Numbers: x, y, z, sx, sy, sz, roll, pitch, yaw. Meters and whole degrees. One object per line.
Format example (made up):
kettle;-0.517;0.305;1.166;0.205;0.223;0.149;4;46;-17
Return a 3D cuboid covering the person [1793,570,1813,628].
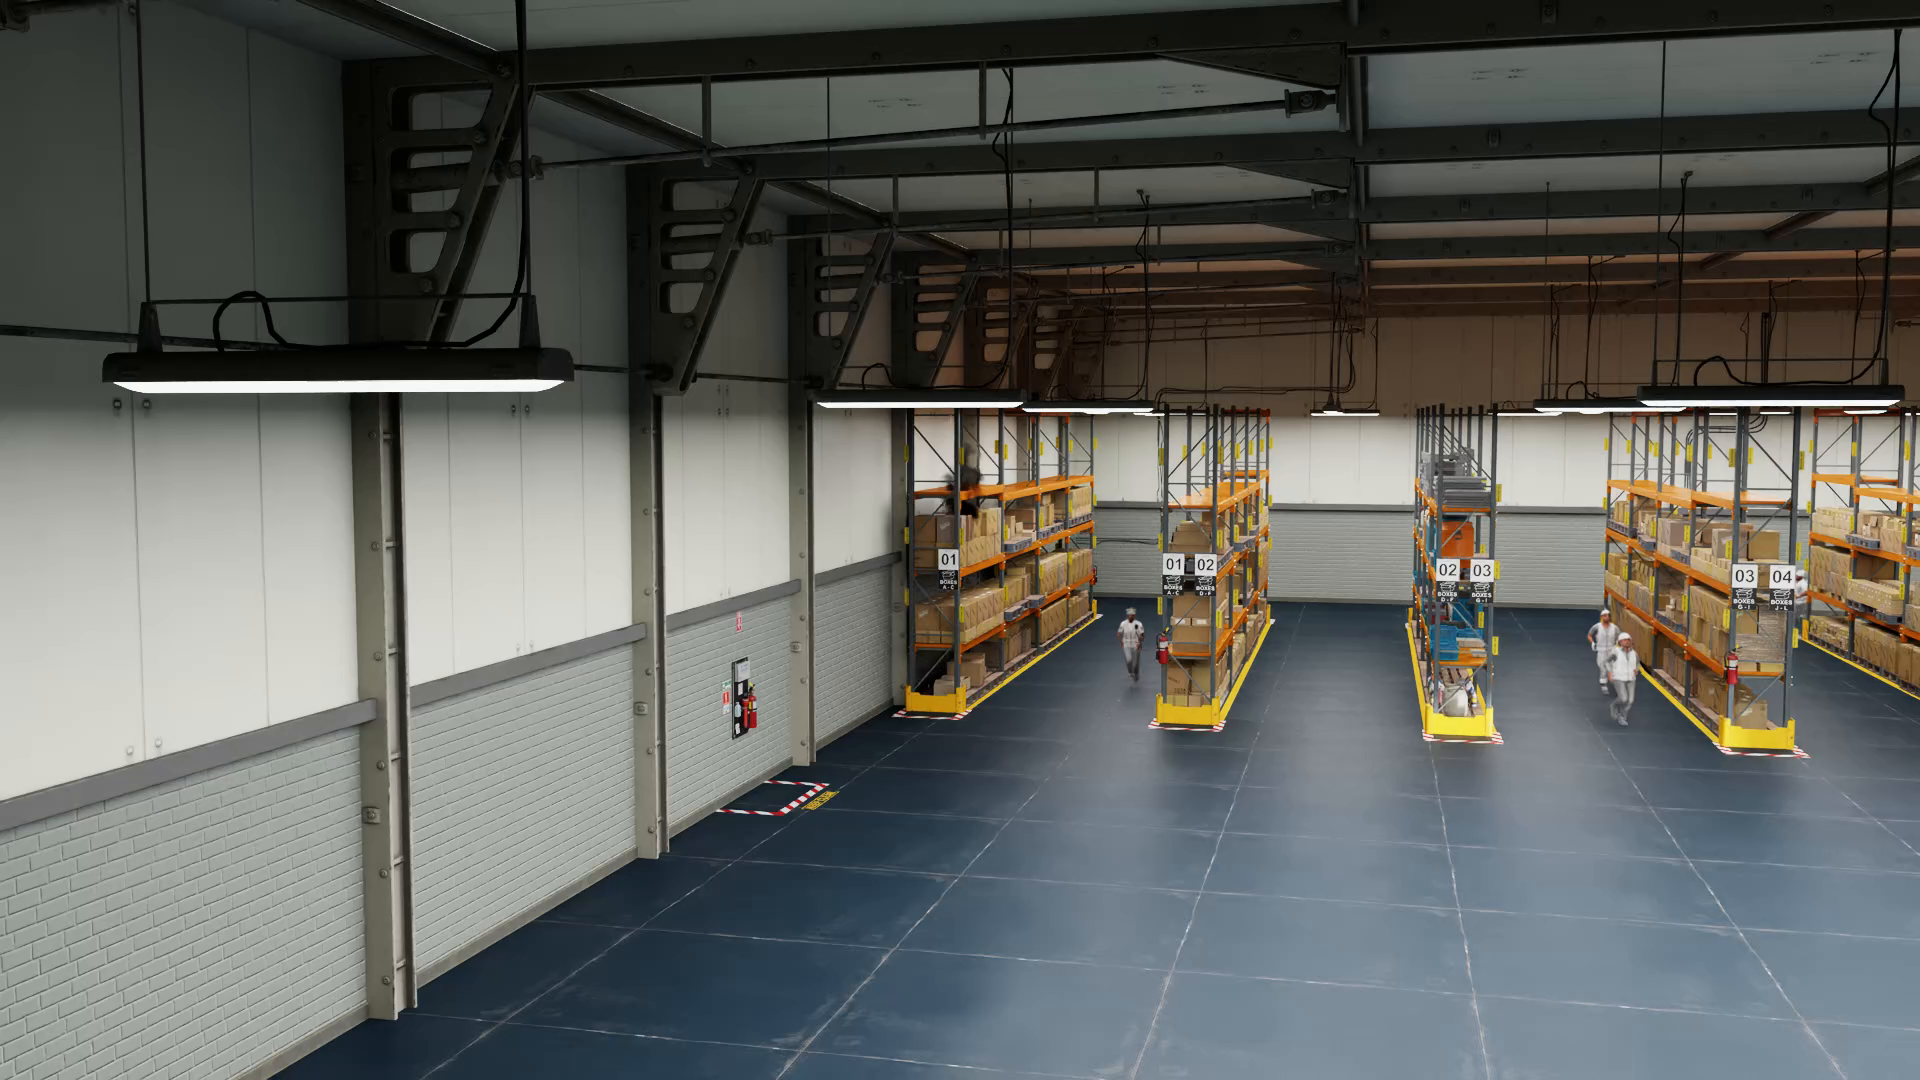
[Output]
person;22.537;1.659;44.529;0.771;1.725;0.766;1;4;10

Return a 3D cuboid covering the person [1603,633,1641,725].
person;12.408;2.599;31.038;0.658;1.731;0.570;0;4;-2

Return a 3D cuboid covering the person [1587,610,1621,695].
person;13.440;2.326;34.682;0.653;1.748;0.780;1;4;7

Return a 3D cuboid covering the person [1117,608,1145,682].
person;3.604;2.159;35.114;0.587;1.454;0.694;1;4;8
